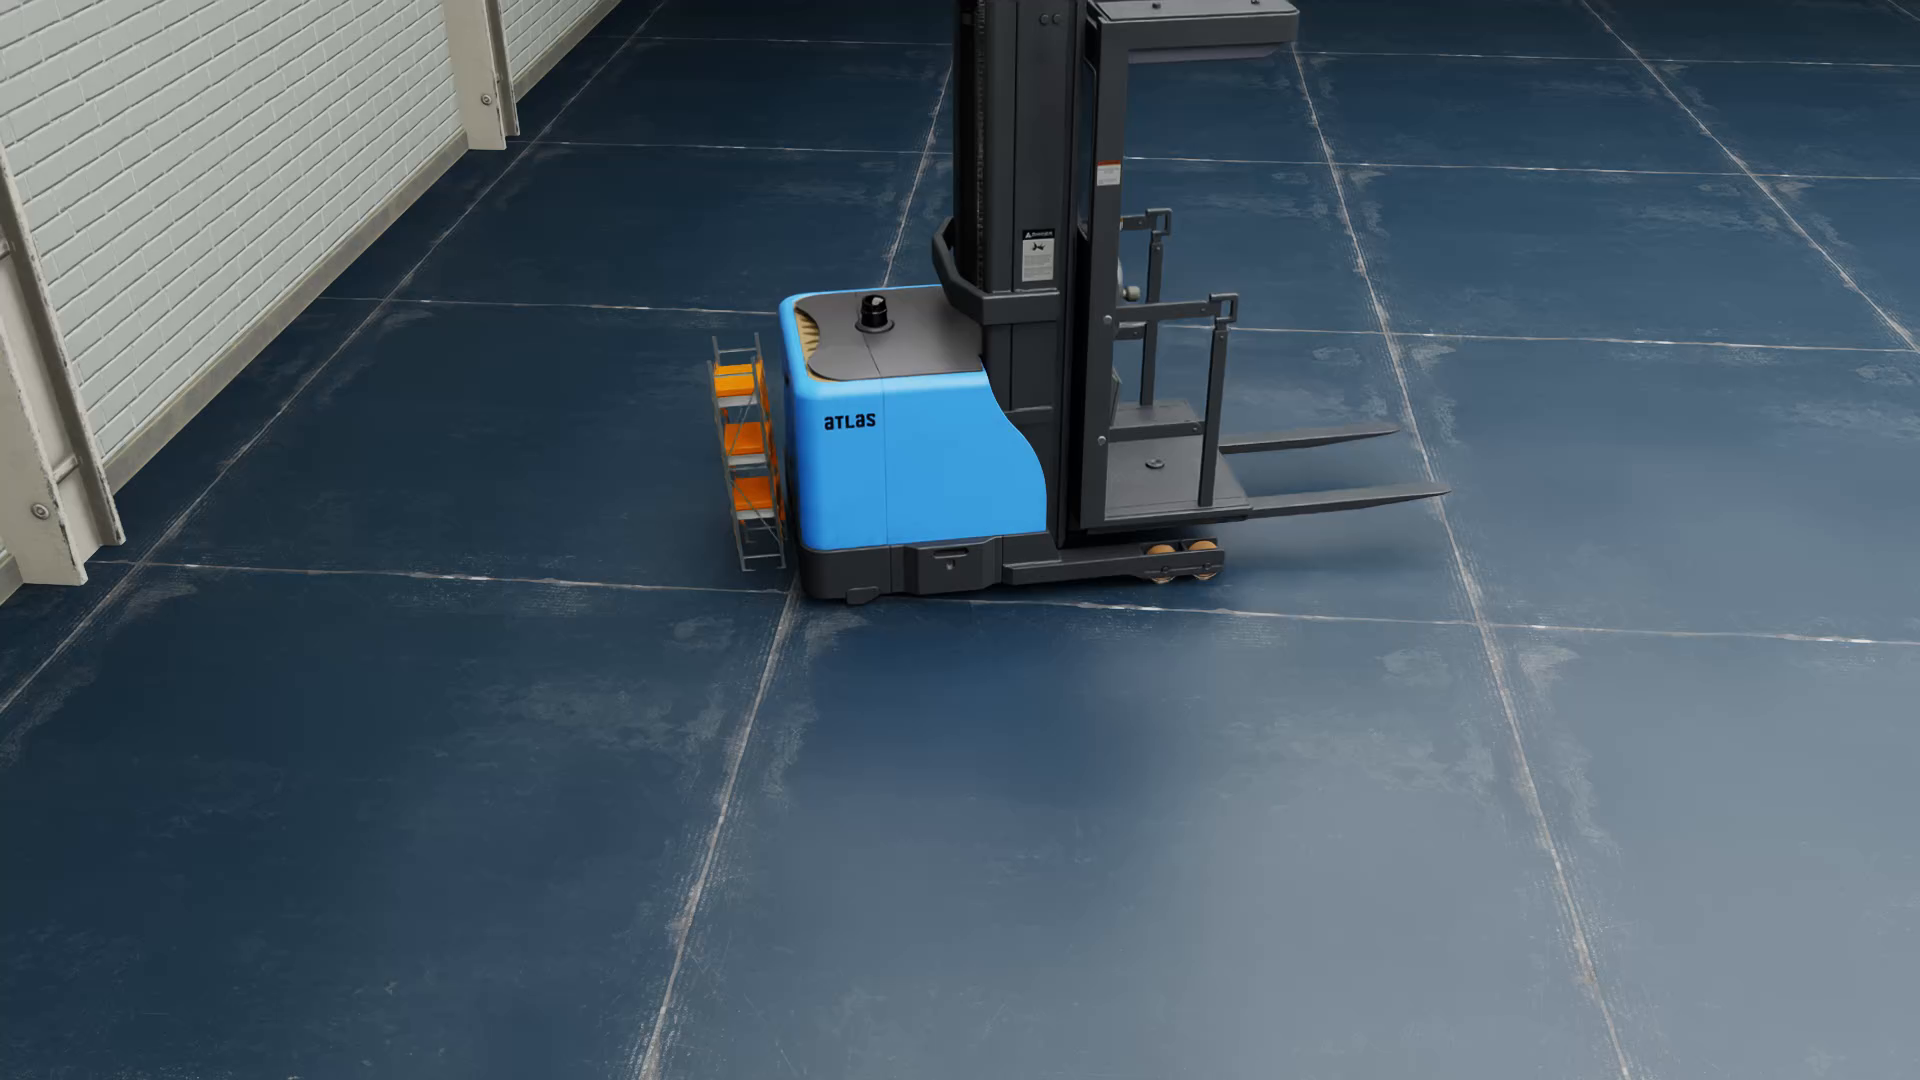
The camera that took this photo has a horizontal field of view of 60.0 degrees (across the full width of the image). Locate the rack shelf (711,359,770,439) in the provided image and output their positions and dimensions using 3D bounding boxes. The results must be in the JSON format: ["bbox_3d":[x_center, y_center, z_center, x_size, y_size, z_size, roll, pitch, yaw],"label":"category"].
[{"bbox_3d":[-0.947,-0.608,7.202,0.215,0.259,0.240,-5,32,0],"label":"rack shelf"}]

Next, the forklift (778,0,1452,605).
[{"bbox_3d":[0.733,-1.326,7.109,3.031,2.935,1.130,-5,32,-8],"label":"forklift"}]

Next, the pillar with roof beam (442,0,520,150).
[{"bbox_3d":[0.724,-6.692,10.031,9.100,9.000,0.400,2,32,4],"label":"pillar with roof beam"}]

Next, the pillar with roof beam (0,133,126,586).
[{"bbox_3d":[0.235,-3.554,4.940,9.100,9.000,0.400,2,32,4],"label":"pillar with roof beam"}]

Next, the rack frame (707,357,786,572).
[{"bbox_3d":[-0.923,-0.312,7.241,0.200,1.050,0.008,-5,32,0],"label":"rack frame"}]

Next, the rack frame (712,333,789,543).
[{"bbox_3d":[-0.933,-0.440,7.449,0.200,1.050,0.008,-5,32,0],"label":"rack frame"}]

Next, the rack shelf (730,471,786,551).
[{"bbox_3d":[-0.907,-0.131,7.496,0.215,0.259,0.240,-5,32,0],"label":"rack shelf"}]

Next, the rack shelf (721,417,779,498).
[{"bbox_3d":[-0.927,-0.367,7.351,0.215,0.259,0.240,-5,32,0],"label":"rack shelf"}]

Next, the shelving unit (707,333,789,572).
[{"bbox_3d":[-0.928,-0.376,7.345,0.215,1.050,0.252,-5,32,0],"label":"shelving unit"}]
